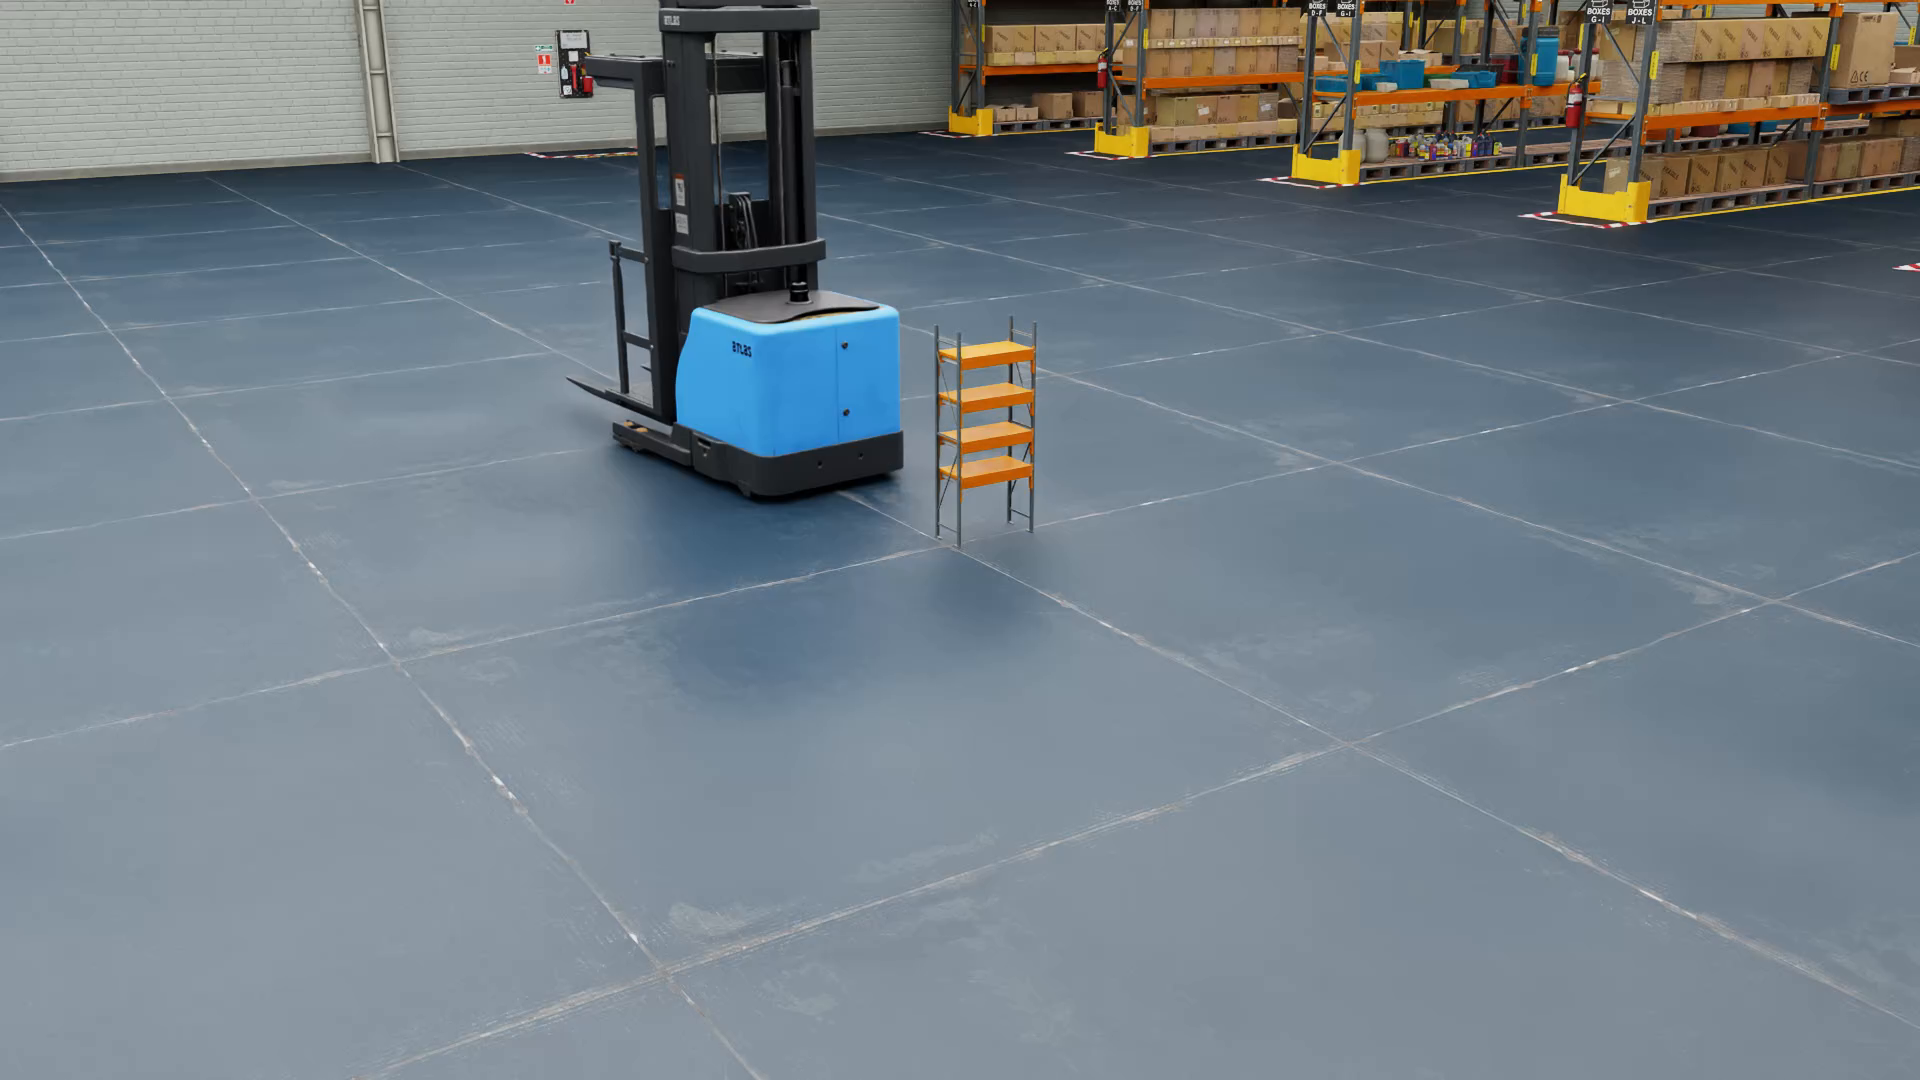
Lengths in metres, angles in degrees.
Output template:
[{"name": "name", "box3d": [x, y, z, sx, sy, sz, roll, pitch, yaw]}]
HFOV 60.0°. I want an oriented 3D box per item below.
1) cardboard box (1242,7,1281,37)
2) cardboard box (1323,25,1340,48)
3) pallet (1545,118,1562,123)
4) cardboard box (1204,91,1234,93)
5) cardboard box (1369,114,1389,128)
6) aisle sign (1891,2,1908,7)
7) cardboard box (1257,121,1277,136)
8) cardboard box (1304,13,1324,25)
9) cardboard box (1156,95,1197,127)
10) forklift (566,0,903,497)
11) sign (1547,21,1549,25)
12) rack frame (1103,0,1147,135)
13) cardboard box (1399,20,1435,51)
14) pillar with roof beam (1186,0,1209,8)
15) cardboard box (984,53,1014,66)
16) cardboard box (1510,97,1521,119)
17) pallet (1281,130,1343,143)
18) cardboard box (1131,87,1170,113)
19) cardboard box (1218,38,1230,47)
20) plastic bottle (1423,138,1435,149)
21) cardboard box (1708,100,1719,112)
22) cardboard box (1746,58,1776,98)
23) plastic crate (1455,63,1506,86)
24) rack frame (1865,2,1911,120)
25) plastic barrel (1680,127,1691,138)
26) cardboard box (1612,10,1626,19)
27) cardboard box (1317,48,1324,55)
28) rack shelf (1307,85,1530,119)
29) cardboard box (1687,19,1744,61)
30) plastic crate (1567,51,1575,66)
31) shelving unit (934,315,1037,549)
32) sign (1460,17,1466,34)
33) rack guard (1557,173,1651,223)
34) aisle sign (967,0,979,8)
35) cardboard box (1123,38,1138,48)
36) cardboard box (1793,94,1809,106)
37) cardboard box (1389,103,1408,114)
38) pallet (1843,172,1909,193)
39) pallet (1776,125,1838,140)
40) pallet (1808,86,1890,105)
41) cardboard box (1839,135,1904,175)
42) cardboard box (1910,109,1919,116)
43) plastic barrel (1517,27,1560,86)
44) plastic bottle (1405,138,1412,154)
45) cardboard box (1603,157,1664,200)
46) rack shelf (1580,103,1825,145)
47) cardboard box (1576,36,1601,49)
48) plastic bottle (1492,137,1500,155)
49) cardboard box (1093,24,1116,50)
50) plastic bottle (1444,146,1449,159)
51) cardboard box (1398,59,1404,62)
[{"name": "cardboard box", "box3d": [5.430, -9.484, 30.433, 0.500, 0.500, 0.700, -12, 22, -32]}, {"name": "cardboard box", "box3d": [8.236, -11.412, 37.666, 0.500, 0.500, 0.500, -12, 22, -32]}, {"name": "pallet", "box3d": [13.474, -9.200, 36.129, 1.213, 0.211, 1.003, -12, 22, -31]}, {"name": "cardboard box", "box3d": [4.824, -8.069, 30.895, 0.500, 0.500, 0.500, -12, 22, -31]}, {"name": "cardboard box", "box3d": [7.976, -8.164, 32.346, 0.500, 0.250, 0.500, -11, 22, -30]}, {"name": "aisle sign", "box3d": [18.859, -11.103, 33.345, 0.004, 0.787, 0.394, -12, 22, -31]}, {"name": "cardboard box", "box3d": [5.529, -7.662, 30.863, 0.500, 0.250, 0.500, -12, 22, -31]}, {"name": "cardboard box", "box3d": [7.802, -11.679, 37.285, 0.500, 0.250, 0.500, -12, 22, -32]}, {"name": "cardboard box", "box3d": [3.865, -7.662, 29.692, 0.500, 0.500, 0.500, -12, 22, -31]}, {"name": "forklift", "box3d": [-1.660, -2.049, 10.729, 1.130, 2.935, 3.031, -14, 23, -36]}, {"name": "sign", "box3d": [12.596, -10.954, 35.612, 0.005, 0.325, 0.100, -12, 22, -31]}, {"name": "rack frame", "box3d": [2.878, -8.287, 29.073, 0.127, 3.000, 1.000, -12, 22, -31]}, {"name": "cardboard box", "box3d": [10.635, -11.958, 39.464, 0.700, 0.700, 0.980, -12, 22, -31]}, {"name": "pillar with roof beam", "box3d": [7.638, -12.713, 32.799, 0.400, 9.000, 9.100, -12, 22, -31]}, {"name": "cardboard box", "box3d": [0.733, -9.551, 33.014, 0.500, 0.250, 0.500, -13, 22, -33]}, {"name": "cardboard box", "box3d": [11.386, -8.998, 34.393, 0.500, 0.500, 0.500, -13, 23, -33]}, {"name": "pallet", "box3d": [6.813, -7.811, 32.019, 1.213, 0.211, 1.003, -12, 22, -31]}, {"name": "cardboard box", "box3d": [4.097, -9.474, 35.801, 0.500, 0.500, 0.700, -11, 22, -30]}, {"name": "cardboard box", "box3d": [4.609, -8.924, 29.788, 0.250, 0.149, 0.380, -12, 22, -31]}, {"name": "plastic bottle", "box3d": [7.627, -6.409, 27.086, 0.135, 0.276, 0.152, -12, 22, -31]}, {"name": "cardboard box", "box3d": [9.733, -5.726, 21.890, 0.250, 0.149, 0.380, -12, 22, -31]}, {"name": "cardboard box", "box3d": [10.455, -6.273, 22.496, 0.500, 0.500, 0.875, -12, 22, -31]}, {"name": "plastic crate", "box3d": [8.433, -7.578, 27.074, 0.504, 0.338, 0.767, -12, 22, -31]}, {"name": "rack frame", "box3d": [18.962, -9.780, 33.489, 0.127, 3.000, 1.000, -12, 22, -31]}, {"name": "plastic barrel", "box3d": [13.102, -7.605, 30.285, 0.421, 0.512, 0.421, 0, 19, 0]}, {"name": "cardboard box", "box3d": [13.879, -11.020, 35.441, 0.500, 0.500, 0.500, -13, 22, -33]}, {"name": "cardboard box", "box3d": [8.072, -11.098, 37.751, 0.250, 0.149, 0.380, -11, 22, -30]}, {"name": "rack shelf", "box3d": [7.270, -6.973, 26.310, 4.000, 0.370, 1.077, -12, 22, -31]}, {"name": "cardboard box", "box3d": [9.771, -6.497, 21.597, 0.500, 0.500, 0.500, -12, 22, -31]}, {"name": "plastic crate", "box3d": [10.763, -8.198, 28.710, 0.583, 0.464, 0.402, -12, 22, -31]}, {"name": "shelving unit", "box3d": [0.138, -0.598, 9.139, 0.503, 1.200, 0.258, -12, 22, -31]}, {"name": "sign", "box3d": [9.868, -10.097, 32.619, 0.005, 0.325, 0.100, -12, 22, -31]}, {"name": "rack guard", "box3d": [8.387, -4.466, 21.674, 0.348, 0.500, 1.175, -12, 22, -31]}, {"name": "aisle sign", "box3d": [0.256, -10.750, 32.299, 0.004, 0.787, 0.394, -12, 22, -31]}, {"name": "cardboard box", "box3d": [3.093, -8.760, 29.303, 0.250, 0.149, 0.380, -12, 22, -32]}, {"name": "cardboard box", "box3d": [11.432, -6.064, 22.891, 0.250, 0.149, 0.380, -12, 22, -31]}, {"name": "cardboard box", "box3d": [8.404, -8.518, 32.520, 0.500, 0.311, 0.500, -12, 22, -32]}, {"name": "pallet", "box3d": [13.333, -5.374, 24.811, 1.213, 0.211, 1.003, -12, 22, -31]}, {"name": "pallet", "box3d": [16.214, -7.894, 32.265, 1.213, 0.211, 1.003, -12, 22, -31]}, {"name": "pallet", "box3d": [12.382, -6.346, 23.631, 1.213, 0.211, 1.003, -12, 22, -31]}, {"name": "cardboard box", "box3d": [13.530, -5.744, 24.767, 0.500, 0.500, 0.700, -10, 21, -27]}, {"name": "cardboard box", "box3d": [15.593, -6.354, 26.018, 0.875, 0.875, 1.225, -13, 23, -34]}, {"name": "plastic barrel", "box3d": [9.429, -7.890, 27.118, 0.708, 0.901, 0.600, -12, 22, -31]}, {"name": "plastic bottle", "box3d": [7.234, -6.382, 27.004, 0.135, 0.276, 0.152, -13, 22, -33]}, {"name": "cardboard box", "box3d": [8.854, -4.757, 21.879, 0.500, 0.500, 0.500, -8, 20, -21]}, {"name": "rack shelf", "box3d": [9.994, -5.648, 22.391, 4.000, 0.370, 1.077, -12, 22, -31]}, {"name": "cardboard box", "box3d": [13.476, -10.465, 35.359, 0.500, 0.500, 0.500, -11, 22, -30]}, {"name": "plastic bottle", "box3d": [8.720, -6.415, 27.089, 0.133, 0.283, 0.061, -11, 21, -29]}, {"name": "cardboard box", "box3d": [2.853, -10.354, 34.220, 0.500, 0.500, 0.500, -12, 22, -32]}, {"name": "plastic bottle", "box3d": [7.738, -6.176, 26.510, 0.097, 0.201, 0.097, 0, 19, 0]}, {"name": "cardboard box", "box3d": [8.526, -9.337, 32.573, 0.250, 0.149, 0.380, -10, 21, -27]}]
